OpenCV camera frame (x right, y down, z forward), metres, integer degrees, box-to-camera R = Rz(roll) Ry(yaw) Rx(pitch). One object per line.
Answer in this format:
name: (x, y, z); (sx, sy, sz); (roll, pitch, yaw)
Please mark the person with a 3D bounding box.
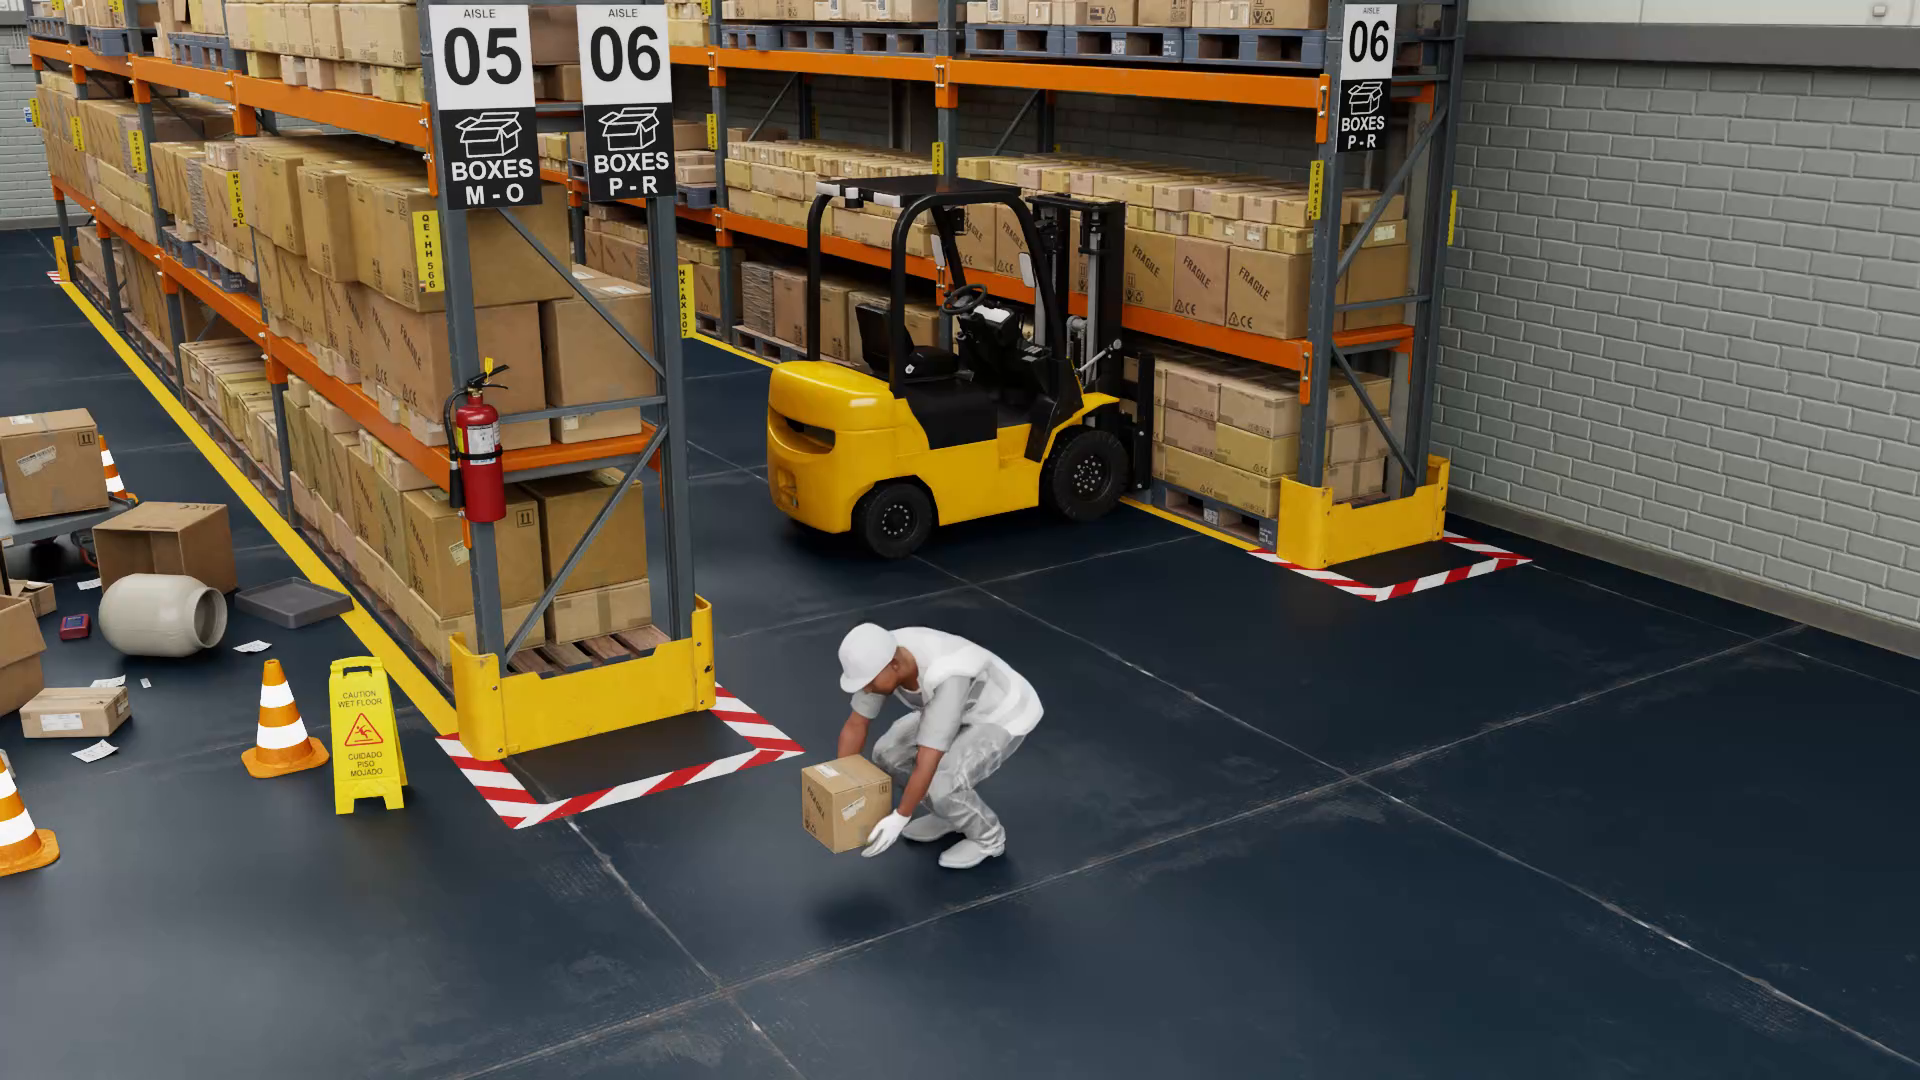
person: (-0.091, 0.751, 6.392); (0.902, 1.053, 0.582); (-11, 21, -31)
